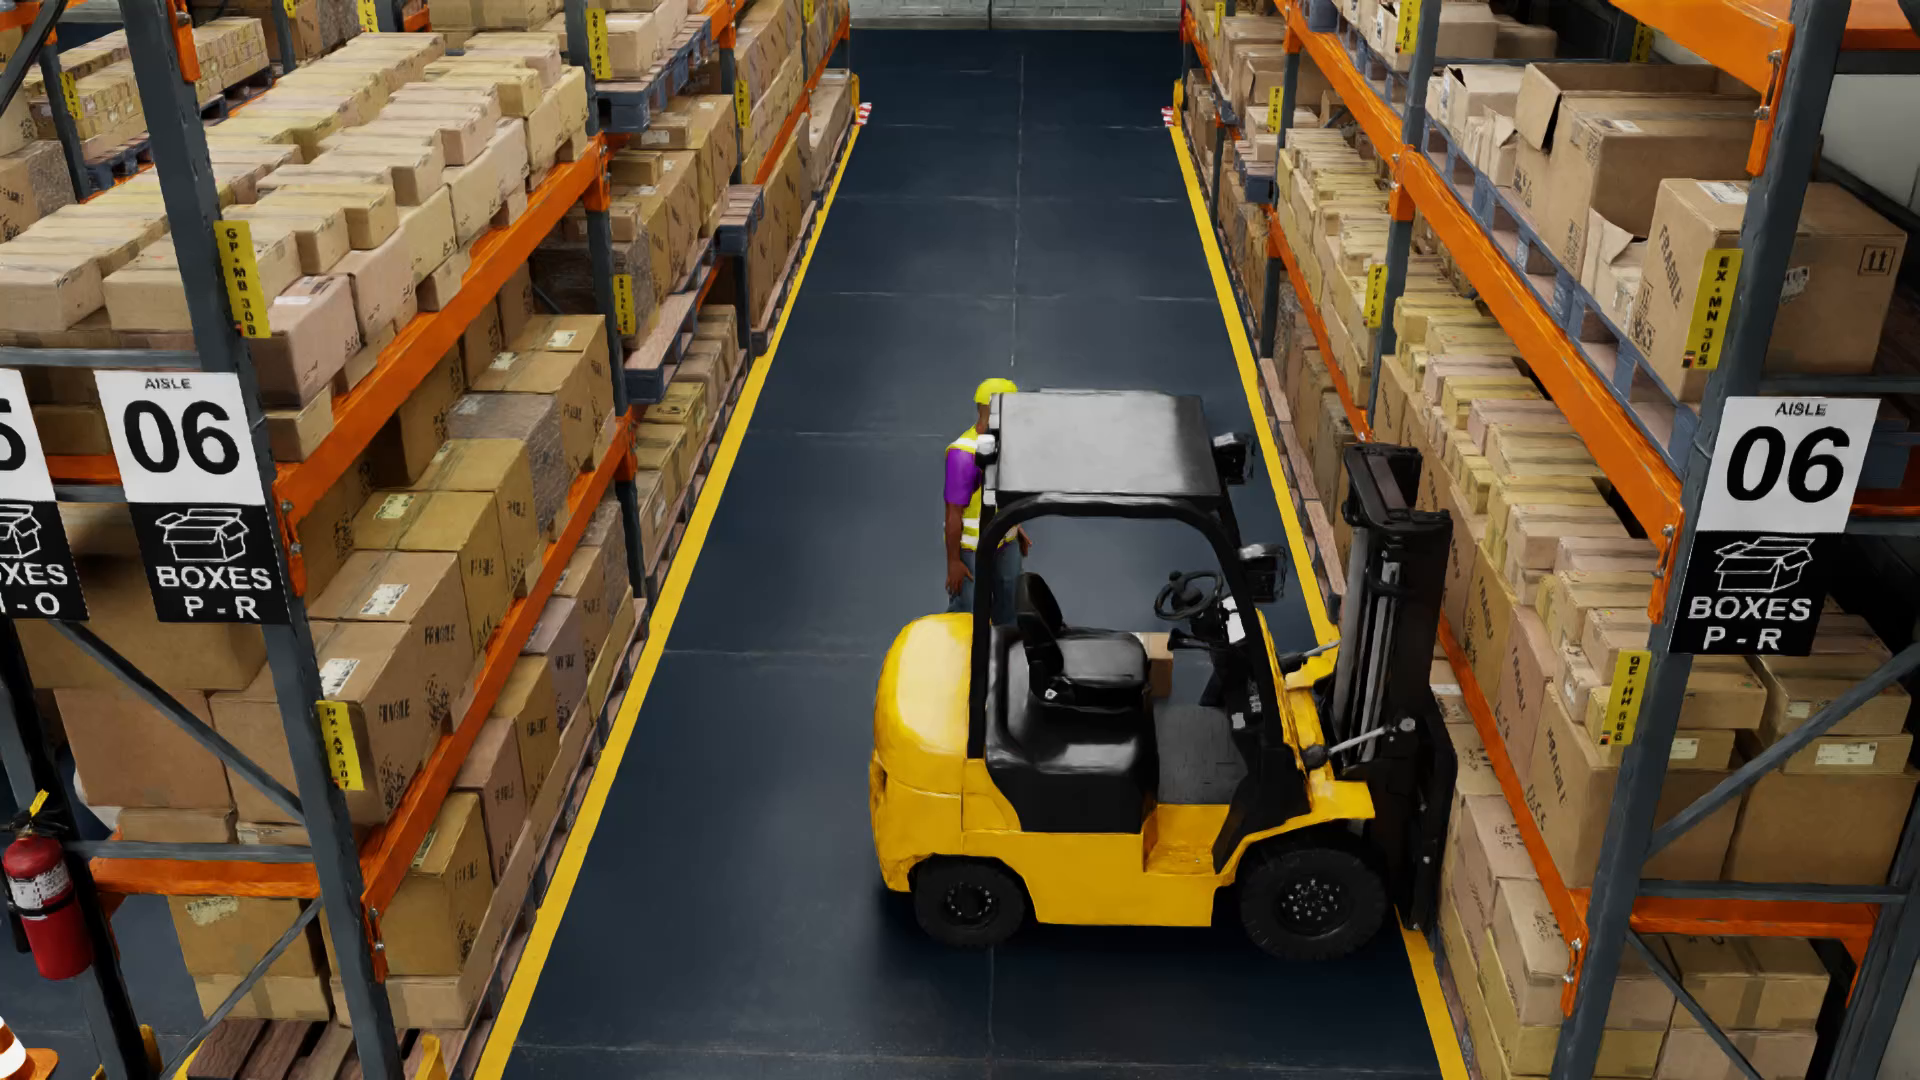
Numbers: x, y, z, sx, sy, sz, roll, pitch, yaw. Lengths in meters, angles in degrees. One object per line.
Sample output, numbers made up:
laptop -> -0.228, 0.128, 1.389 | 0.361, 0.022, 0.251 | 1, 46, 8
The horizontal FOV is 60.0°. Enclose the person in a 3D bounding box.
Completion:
person -> 0.092, 0.011, 8.609 | 0.525, 1.752, 0.689 | 20, 34, 33
